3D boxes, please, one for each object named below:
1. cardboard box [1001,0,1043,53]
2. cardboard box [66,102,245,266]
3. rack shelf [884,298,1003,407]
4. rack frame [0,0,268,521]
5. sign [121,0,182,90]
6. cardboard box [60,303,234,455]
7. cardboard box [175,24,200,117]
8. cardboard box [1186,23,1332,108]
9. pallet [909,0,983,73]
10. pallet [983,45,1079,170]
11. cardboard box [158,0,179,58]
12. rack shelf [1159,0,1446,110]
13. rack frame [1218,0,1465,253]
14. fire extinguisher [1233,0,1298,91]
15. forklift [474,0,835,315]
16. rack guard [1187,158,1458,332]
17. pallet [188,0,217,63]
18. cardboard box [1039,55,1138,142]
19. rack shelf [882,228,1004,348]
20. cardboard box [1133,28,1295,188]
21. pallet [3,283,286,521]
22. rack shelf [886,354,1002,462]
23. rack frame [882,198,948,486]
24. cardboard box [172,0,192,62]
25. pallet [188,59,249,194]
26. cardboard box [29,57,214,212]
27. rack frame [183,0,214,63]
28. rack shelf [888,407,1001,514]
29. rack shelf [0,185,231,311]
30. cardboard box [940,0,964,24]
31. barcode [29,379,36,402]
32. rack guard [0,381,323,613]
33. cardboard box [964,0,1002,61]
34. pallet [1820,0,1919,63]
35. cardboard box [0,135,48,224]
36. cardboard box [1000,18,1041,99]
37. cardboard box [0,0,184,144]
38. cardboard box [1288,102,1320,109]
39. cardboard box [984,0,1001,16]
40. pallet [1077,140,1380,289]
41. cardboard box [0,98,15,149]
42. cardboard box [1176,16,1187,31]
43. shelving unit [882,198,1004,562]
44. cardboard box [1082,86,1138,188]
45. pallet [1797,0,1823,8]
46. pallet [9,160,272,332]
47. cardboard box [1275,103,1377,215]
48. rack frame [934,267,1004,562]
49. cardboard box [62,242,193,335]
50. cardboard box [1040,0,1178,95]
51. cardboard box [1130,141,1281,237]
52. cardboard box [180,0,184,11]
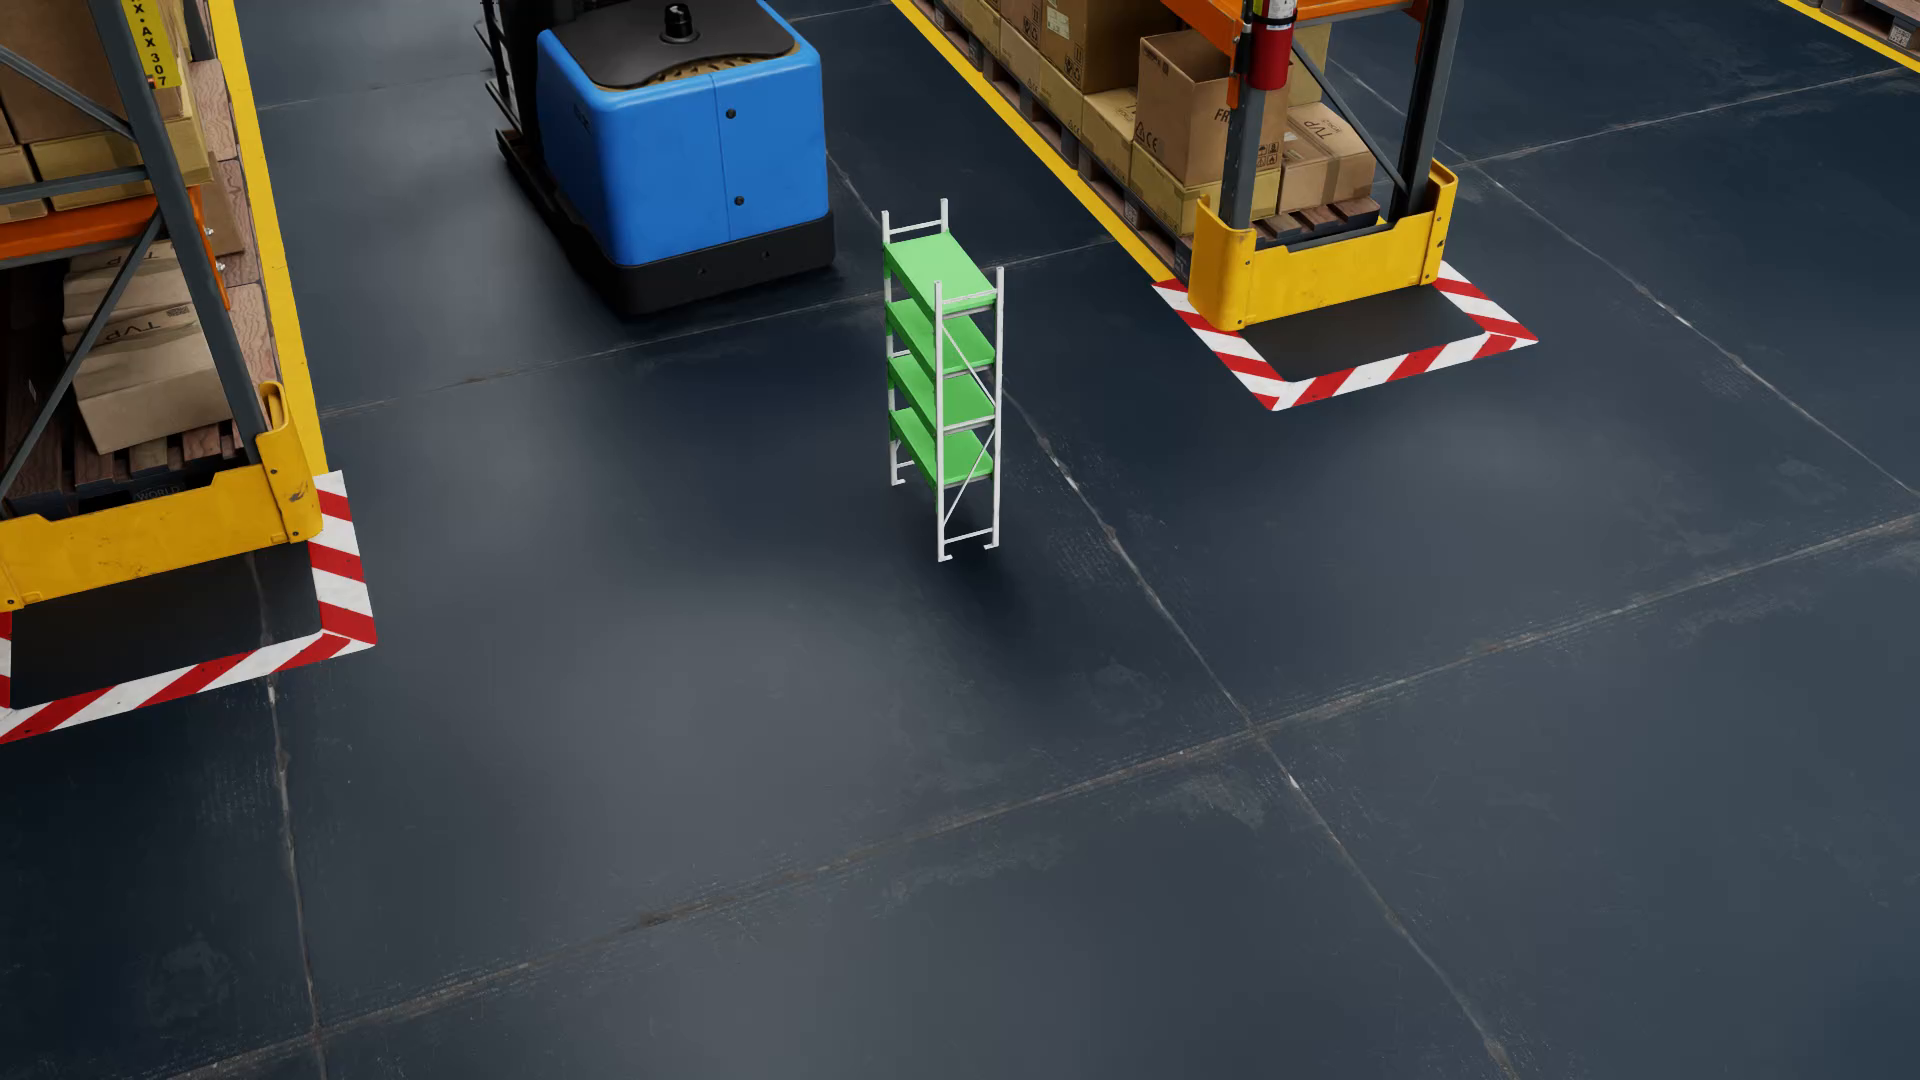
[{"bbox_3d":[0.538,-2.855,8.481,0.500,0.500,0.500,-15,43,-17],"label":"cardboard box"},{"bbox_3d":[-3.606,-1.523,7.301,0.700,0.500,0.500,-18,44,-20],"label":"cardboard box"},{"bbox_3d":[-0.063,-0.688,5.860,0.258,0.148,0.480,-15,43,-17],"label":"rack shelf"},{"bbox_3d":[-2.971,-1.067,5.190,1.000,3.000,0.127,-15,43,-17],"label":"rack frame"},{"bbox_3d":[-2.470,-1.531,5.066,0.100,0.325,0.005,-15,43,-17],"label":"sign"},{"bbox_3d":[-3.153,-0.654,6.434,0.500,0.311,0.500,-20,45,-22],"label":"cardboard box"},{"bbox_3d":[-3.077,-1.700,6.026,0.500,0.250,0.500,-16,43,-18],"label":"cardboard box"},{"bbox_3d":[1.411,-2.385,7.935,0.500,0.500,0.500,-15,43,-17],"label":"cardboard box"},{"bbox_3d":[0.339,-3.168,9.772,1.003,0.211,1.213,-15,43,-17],"label":"pallet"},{"bbox_3d":[0.810,-2.432,8.916,1.003,0.211,1.213,-15,43,-17],"label":"pallet"},{"bbox_3d":[-3.056,-1.965,5.759,0.500,0.500,0.500,-15,43,-17],"label":"cardboard box"},{"bbox_3d":[0.839,-3.237,8.266,1.077,0.370,4.000,-15,43,-17],"label":"rack shelf"},{"bbox_3d":[1.604,-2.305,6.630,1.000,3.000,0.127,-15,43,-17],"label":"rack frame"},{"bbox_3d":[1.220,-2.089,6.438,0.296,0.674,0.183,-15,43,-17],"label":"fire extinguisher"},{"bbox_3d":[-1.703,-3.053,7.552,1.130,2.935,3.031,-19,44,-21],"label":"forklift"},{"bbox_3d":[1.613,-1.343,7.428,1.175,0.500,0.348,-15,43,-17],"label":"rack guard"},{"bbox_3d":[-4.801,-2.888,9.447,1.003,0.211,1.213,-15,43,-17],"label":"pallet"},{"bbox_3d":[0.730,-2.270,8.376,0.500,0.250,0.500,-15,43,-17],"label":"cardboard box"},{"bbox_3d":[-0.063,-0.870,5.703,0.258,0.148,0.480,-15,43,-17],"label":"rack shelf"},{"bbox_3d":[1.124,-1.955,7.435,0.500,0.500,0.500,-15,43,-17],"label":"cardboard box"},{"bbox_3d":[-3.279,-0.554,6.732,1.003,0.211,1.213,-15,43,-17],"label":"pallet"},{"bbox_3d":[-0.063,-0.506,6.016,0.258,0.148,0.480,-15,43,-17],"label":"rack shelf"},{"bbox_3d":[-0.157,-0.702,6.146,0.240,1.200,0.015,-15,43,-17],"label":"rack frame"},{"bbox_3d":[-3.266,-2.009,6.385,0.500,0.250,0.500,-16,43,-18],"label":"cardboard box"},{"bbox_3d":[-4.212,-2.024,8.441,1.003,0.211,1.213,-15,43,-17],"label":"pallet"},{"bbox_3d":[-2.865,-1.391,5.667,0.500,0.250,0.500,-16,43,-18],"label":"cardboard box"},{"bbox_3d":[-4.502,-3.477,7.992,1.000,3.000,0.127,-15,43,-17],"label":"rack frame"},{"bbox_3d":[-0.063,-0.324,6.173,0.258,0.148,0.480,-15,43,-17],"label":"rack shelf"},{"bbox_3d":[-3.737,-1.999,6.826,1.077,0.370,4.000,-15,43,-17],"label":"rack shelf"},{"bbox_3d":[0.157,-3.174,9.427,0.500,0.250,0.500,-15,43,-17],"label":"cardboard box"},{"bbox_3d":[-3.529,-0.568,6.328,0.001,0.075,0.075,-15,43,-17],"label":"barcode"},{"bbox_3d":[-3.000,-0.165,6.059,1.175,0.500,0.348,-15,43,-17],"label":"rack guard"},{"bbox_3d":[0.344,-2.872,9.075,0.500,0.250,0.500,-15,43,-17],"label":"cardboard box"},{"bbox_3d":[5.803,-3.006,9.584,1.003,0.211,1.213,-15,43,-17],"label":"pallet"},{"bbox_3d":[-3.329,-1.251,5.504,0.500,0.250,0.500,-15,43,-16],"label":"cardboard box"},{"bbox_3d":[0.541,-2.572,8.727,0.500,0.250,0.500,-15,43,-17],"label":"cardboard box"},{"bbox_3d":[-2.876,-1.665,5.410,0.500,0.500,0.500,-15,43,-17],"label":"cardboard box"},{"bbox_3d":[1.410,-2.101,8.179,0.500,0.250,0.500,-15,43,-17],"label":"cardboard box"},{"bbox_3d":[0.344,-3.156,8.831,0.500,0.500,0.500,-15,43,-17],"label":"cardboard box"},{"bbox_3d":[1.273,-1.698,8.063,1.003,0.211,1.213,-15,43,-17],"label":"pallet"},{"bbox_3d":[-3.348,-1.533,5.257,0.500,0.500,0.500,-16,43,-17],"label":"cardboard box"},{"bbox_3d":[1.208,-2.683,8.282,0.500,0.500,0.500,-15,43,-17],"label":"cardboard box"},{"bbox_3d":[-0.063,-0.555,5.975,0.258,1.200,0.503,-15,43,-17],"label":"shelving unit"},{"bbox_3d":[0.923,-1.969,8.026,0.500,0.250,0.500,-15,43,-17],"label":"cardboard box"},{"bbox_3d":[5.340,-3.740,10.437,1.003,0.211,1.213,-15,43,-17],"label":"pallet"},{"bbox_3d":[-3.742,-1.288,7.585,1.003,0.211,1.213,-15,43,-17],"label":"pallet"},{"bbox_3d":[1.604,-1.800,7.830,0.500,0.250,0.500,-15,43,-17],"label":"cardboard box"},{"bbox_3d":[0.030,-0.408,5.804,0.240,1.200,0.015,-15,43,-17],"label":"rack frame"},{"bbox_3d":[-3.371,-0.997,6.834,0.500,0.311,0.500,-12,42,-13],"label":"cardboard box"},{"bbox_3d":[0.728,-2.554,8.131,0.500,0.500,0.500,-15,43,-17],"label":"cardboard box"},{"bbox_3d":[1.126,-1.671,7.680,0.500,0.250,0.500,-15,43,-17],"label":"cardboard box"},{"bbox_3d":[-3.457,-2.314,6.740,0.500,0.250,0.500,-15,43,-16],"label":"cardboard box"}]
